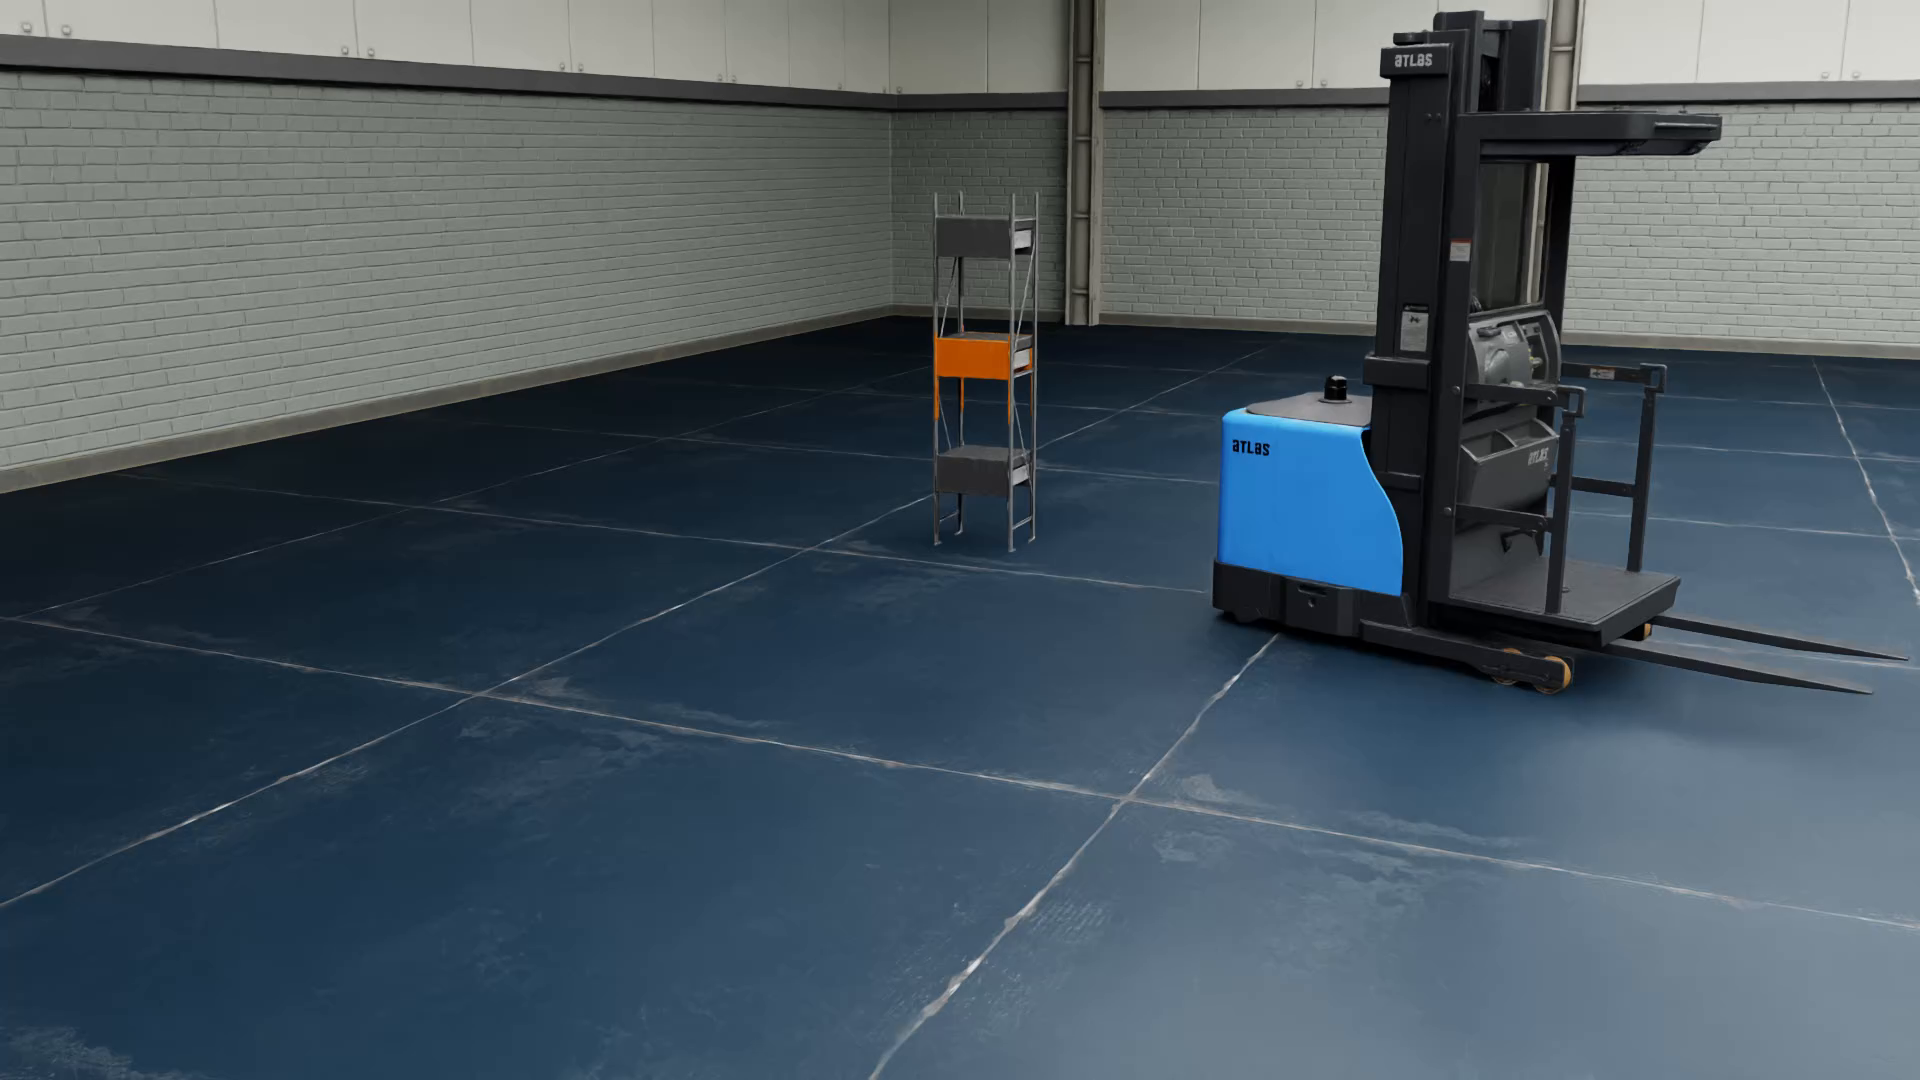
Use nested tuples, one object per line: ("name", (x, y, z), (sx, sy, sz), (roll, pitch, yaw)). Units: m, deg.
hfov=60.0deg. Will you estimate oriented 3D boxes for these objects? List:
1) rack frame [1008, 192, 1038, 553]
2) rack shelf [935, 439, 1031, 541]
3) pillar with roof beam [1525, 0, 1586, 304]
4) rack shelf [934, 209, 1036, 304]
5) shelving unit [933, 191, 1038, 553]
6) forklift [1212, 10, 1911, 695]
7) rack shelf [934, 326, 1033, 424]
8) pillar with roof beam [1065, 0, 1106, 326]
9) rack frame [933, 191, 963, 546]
("rack frame", (0.374, -0.984, 9.853), (0.015, 2.100, 0.400), (6, 14, 23))
("rack shelf", (0.151, -0.312, 10.113), (0.480, 0.518, 0.431), (6, 14, 23))
("pillar with roof beam", (5.427, -5.901, 15.704), (0.400, 9.000, 9.100), (6, 14, 23))
("rack shelf", (0.151, -1.675, 9.793), (0.480, 0.518, 0.431), (6, 14, 23))
("shelving unit", (0.151, -1.007, 9.950), (0.503, 2.100, 0.431), (6, 14, 23))
("forklift", (2.733, -0.881, 7.593), (3.031, 2.935, 1.130), (11, 17, 40))
("rack shelf", (0.151, -0.994, 9.953), (0.480, 0.518, 0.431), (6, 14, 23))
("pillar with roof beam", (-0.059, -6.456, 18.070), (0.400, 9.000, 9.100), (6, 14, 23))
("rack frame", (-0.072, -1.029, 10.046), (0.015, 2.100, 0.400), (6, 14, 23))
